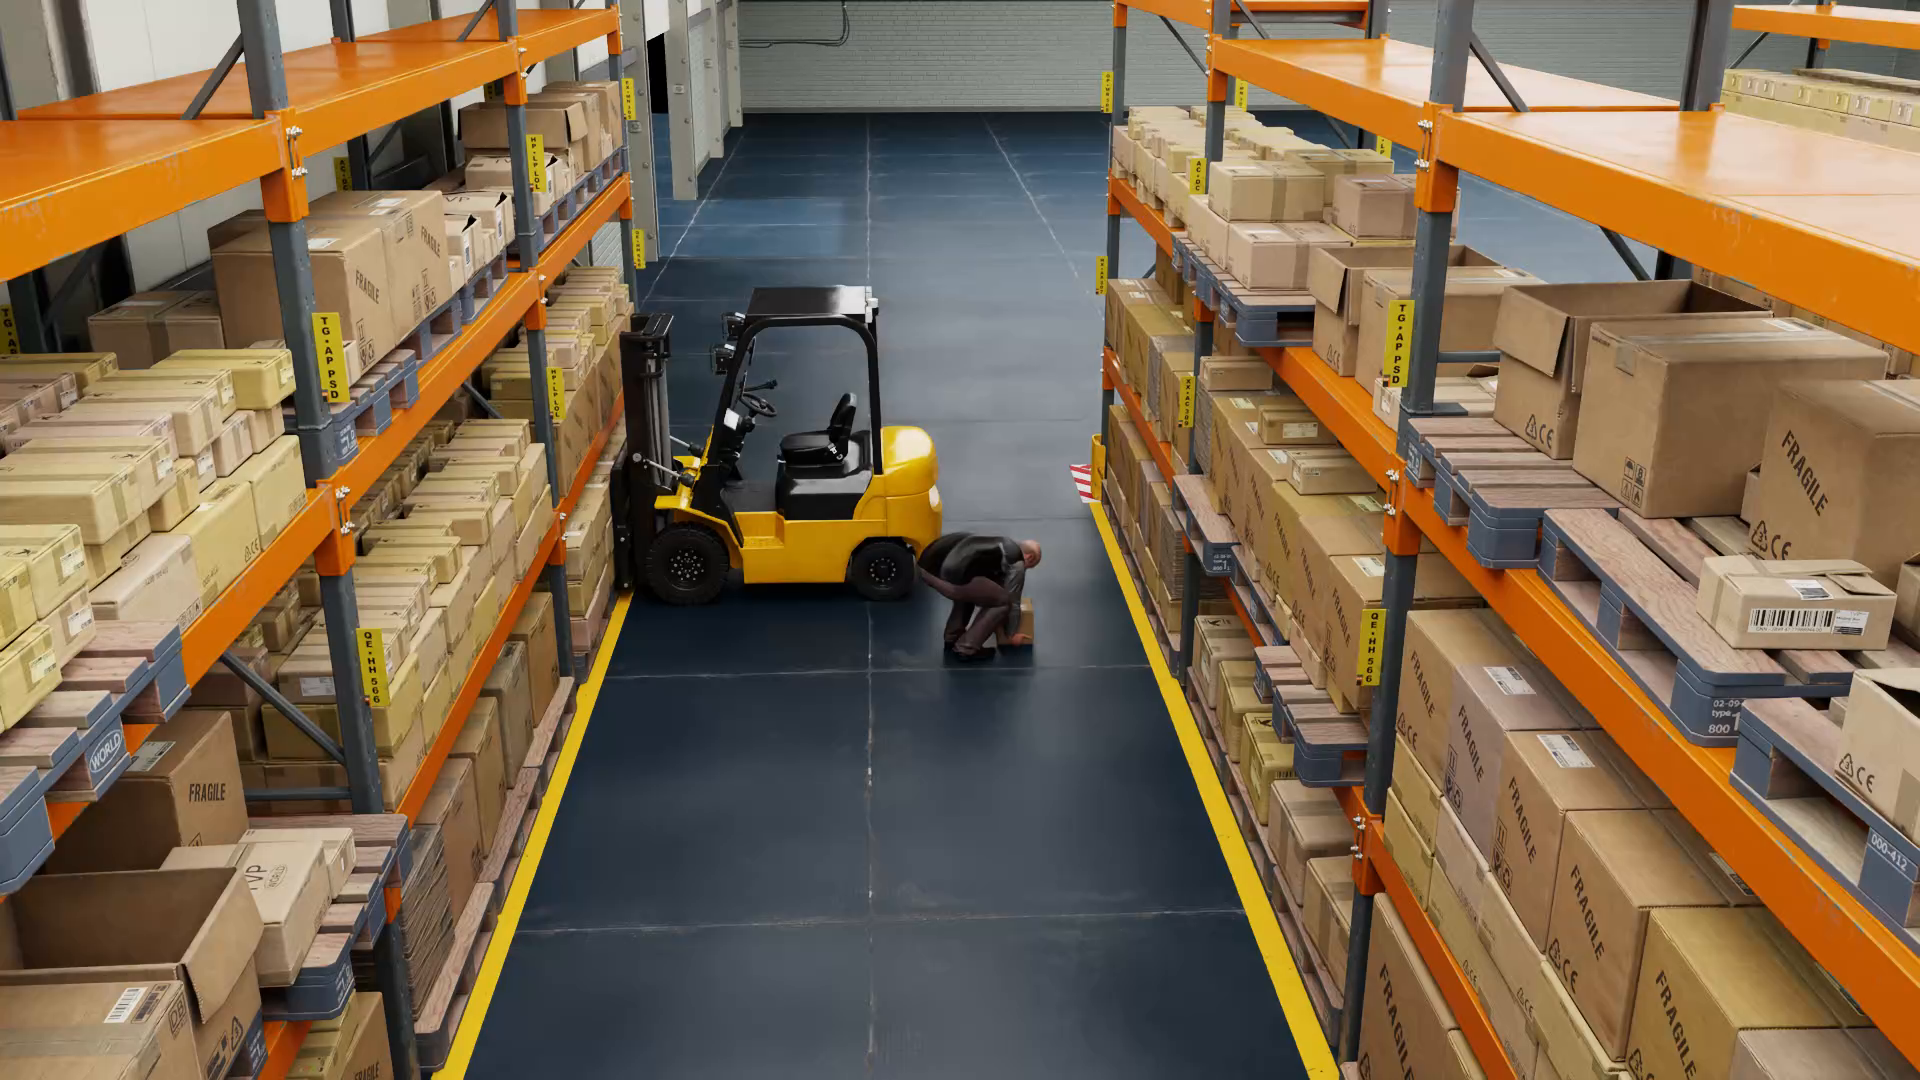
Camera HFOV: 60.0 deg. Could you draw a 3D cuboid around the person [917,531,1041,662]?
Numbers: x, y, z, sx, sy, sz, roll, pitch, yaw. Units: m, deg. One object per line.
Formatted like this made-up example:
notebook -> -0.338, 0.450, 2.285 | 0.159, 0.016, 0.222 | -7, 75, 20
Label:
person -> 0.164, 0.352, 11.453 | 0.951, 0.857, 0.506 | -13, 24, -32
